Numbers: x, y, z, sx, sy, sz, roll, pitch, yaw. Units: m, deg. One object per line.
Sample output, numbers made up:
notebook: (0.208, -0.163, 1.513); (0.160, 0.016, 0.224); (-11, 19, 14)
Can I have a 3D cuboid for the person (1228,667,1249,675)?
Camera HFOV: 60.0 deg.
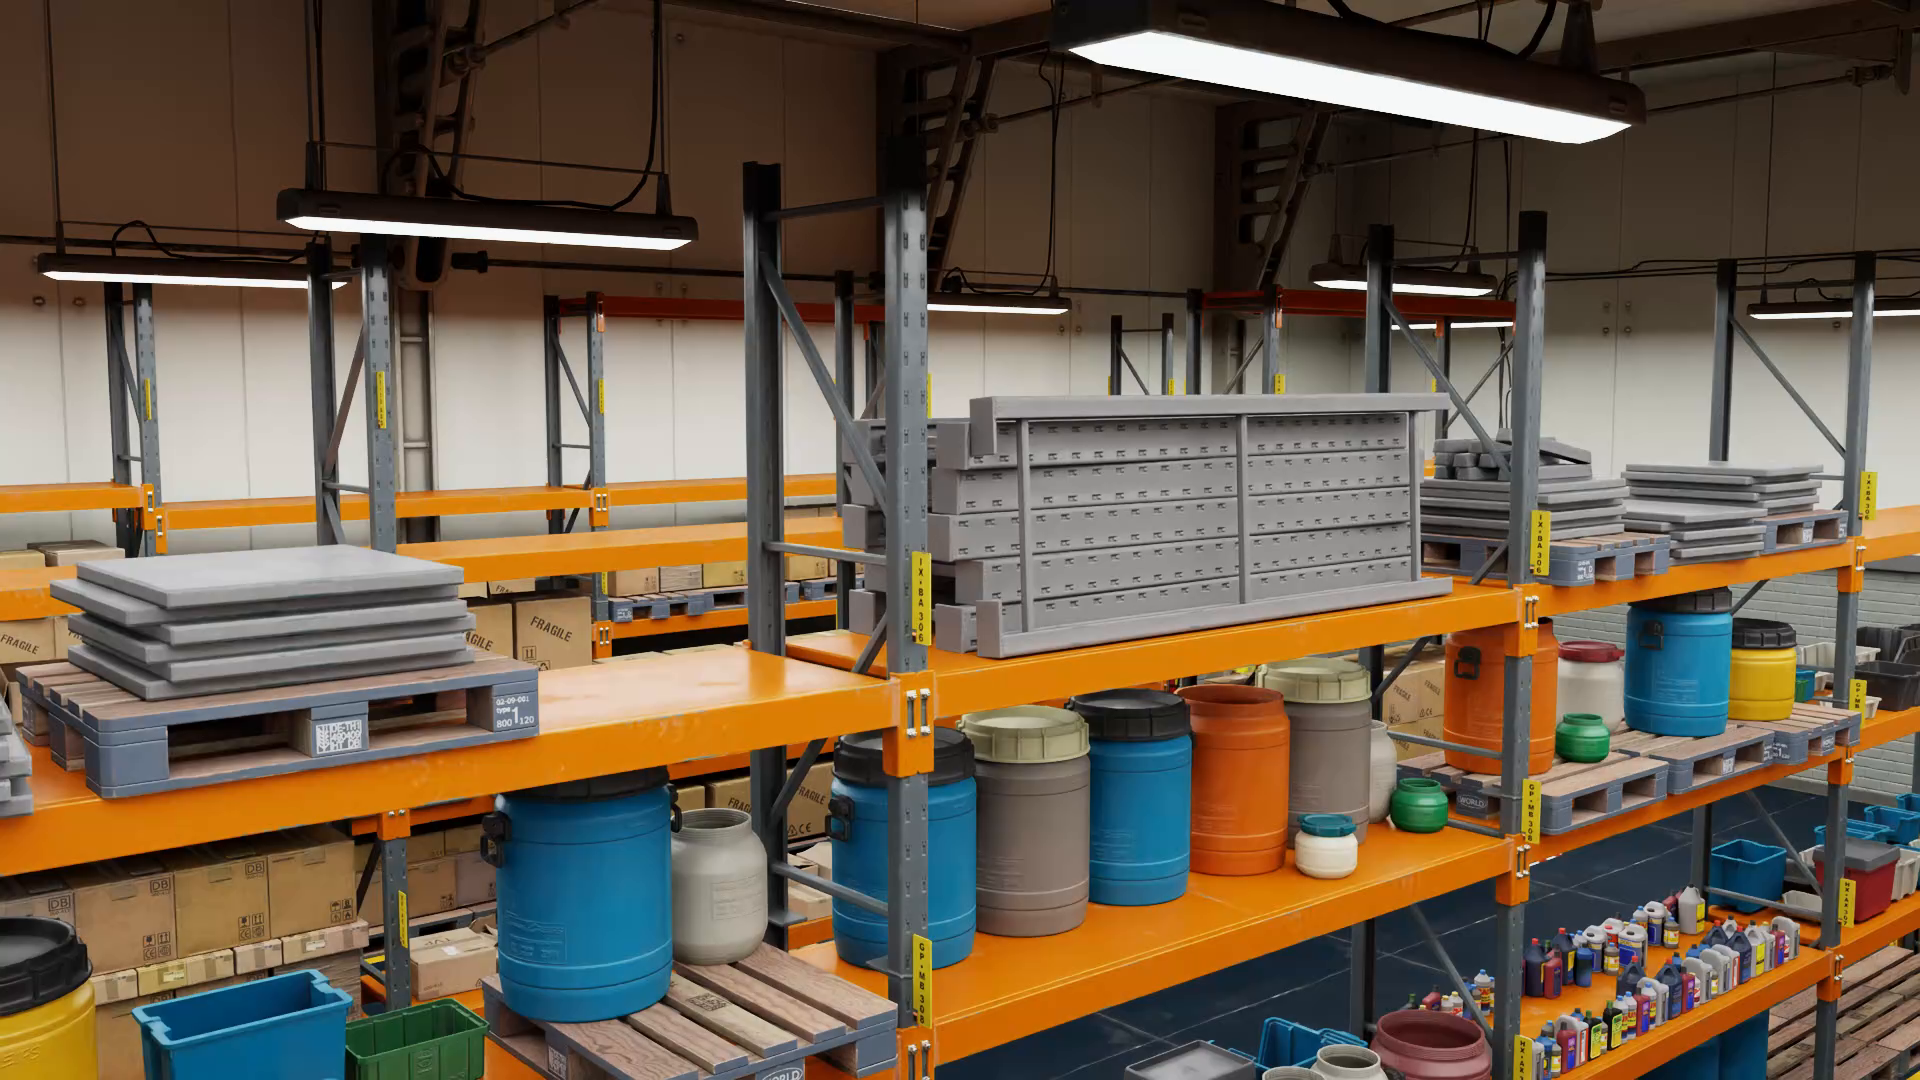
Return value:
person: (3.324, 2.363, 20.440); (0.704, 1.716, 1.020); (3, 6, 32)
